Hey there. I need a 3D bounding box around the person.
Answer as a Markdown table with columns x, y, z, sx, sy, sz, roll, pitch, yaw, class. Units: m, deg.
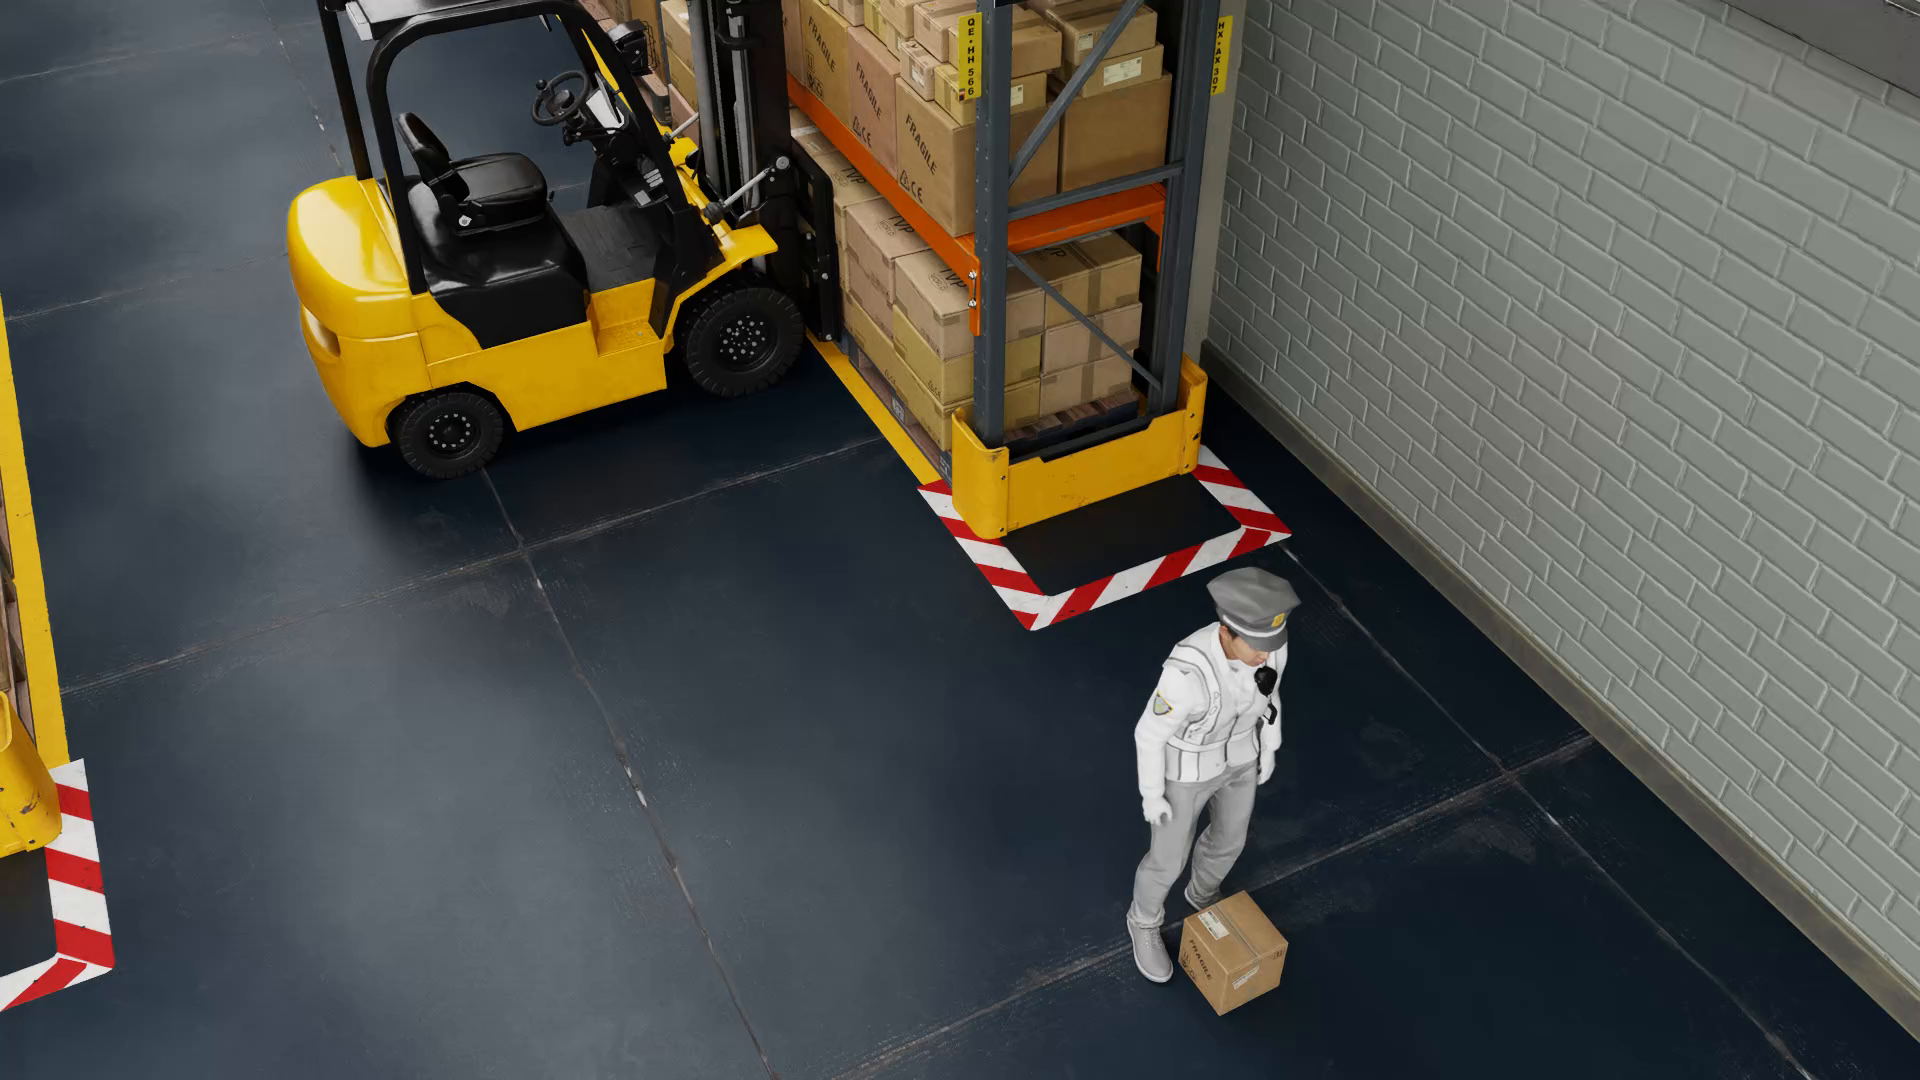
| x | y | z | sx | sy | sz | roll | pitch | yaw | class |
| --- | --- | --- | --- | --- | --- | --- | --- | --- | --- |
| 0.798 | 0.732 | 5.329 | 0.526 | 1.663 | 0.375 | -19 | 45 | -21 | person |
